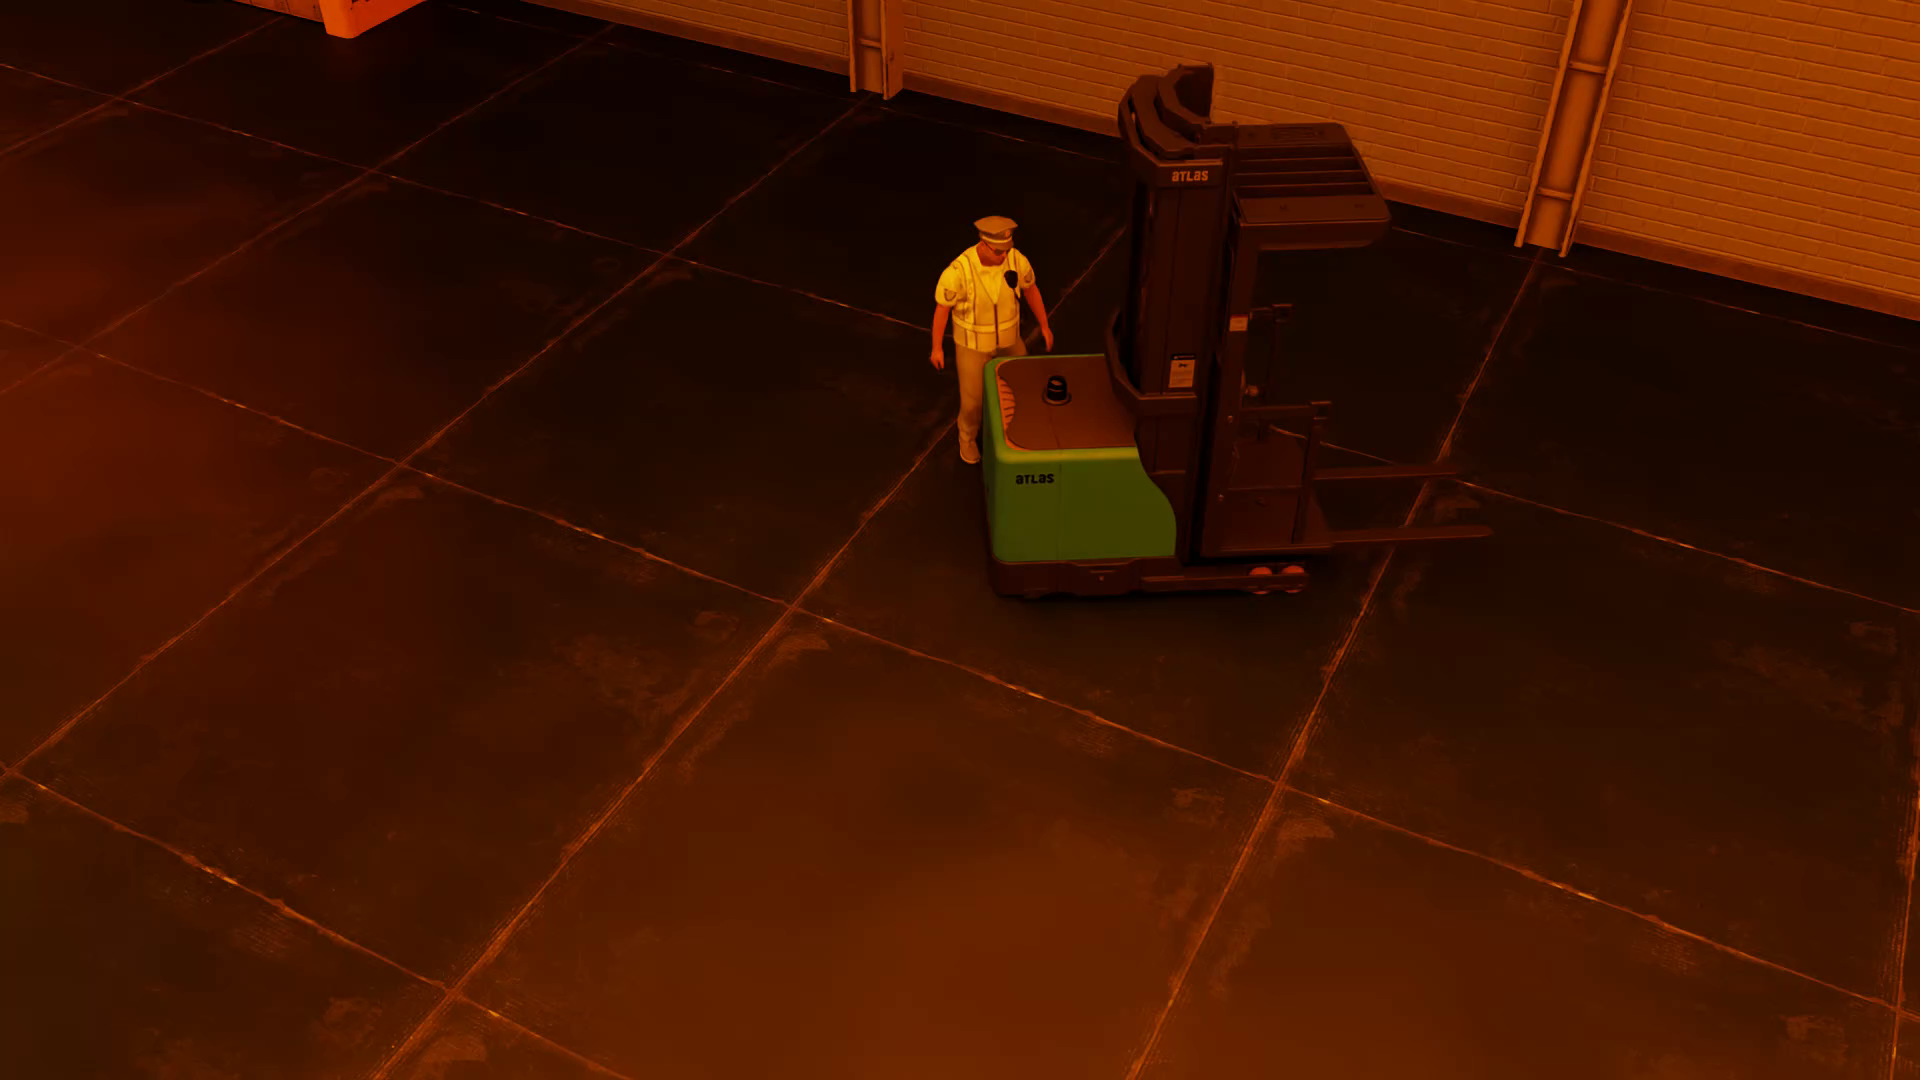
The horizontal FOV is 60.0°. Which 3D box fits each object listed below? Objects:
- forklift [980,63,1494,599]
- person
[{"bbox_3d":[1.666,-1.139,9.338,3.031,2.935,1.130,-2,40,-3],"label":"forklift"},{"bbox_3d":[0.199,-1.261,10.422,0.787,1.725,0.440,-14,42,-16],"label":"person"}]
